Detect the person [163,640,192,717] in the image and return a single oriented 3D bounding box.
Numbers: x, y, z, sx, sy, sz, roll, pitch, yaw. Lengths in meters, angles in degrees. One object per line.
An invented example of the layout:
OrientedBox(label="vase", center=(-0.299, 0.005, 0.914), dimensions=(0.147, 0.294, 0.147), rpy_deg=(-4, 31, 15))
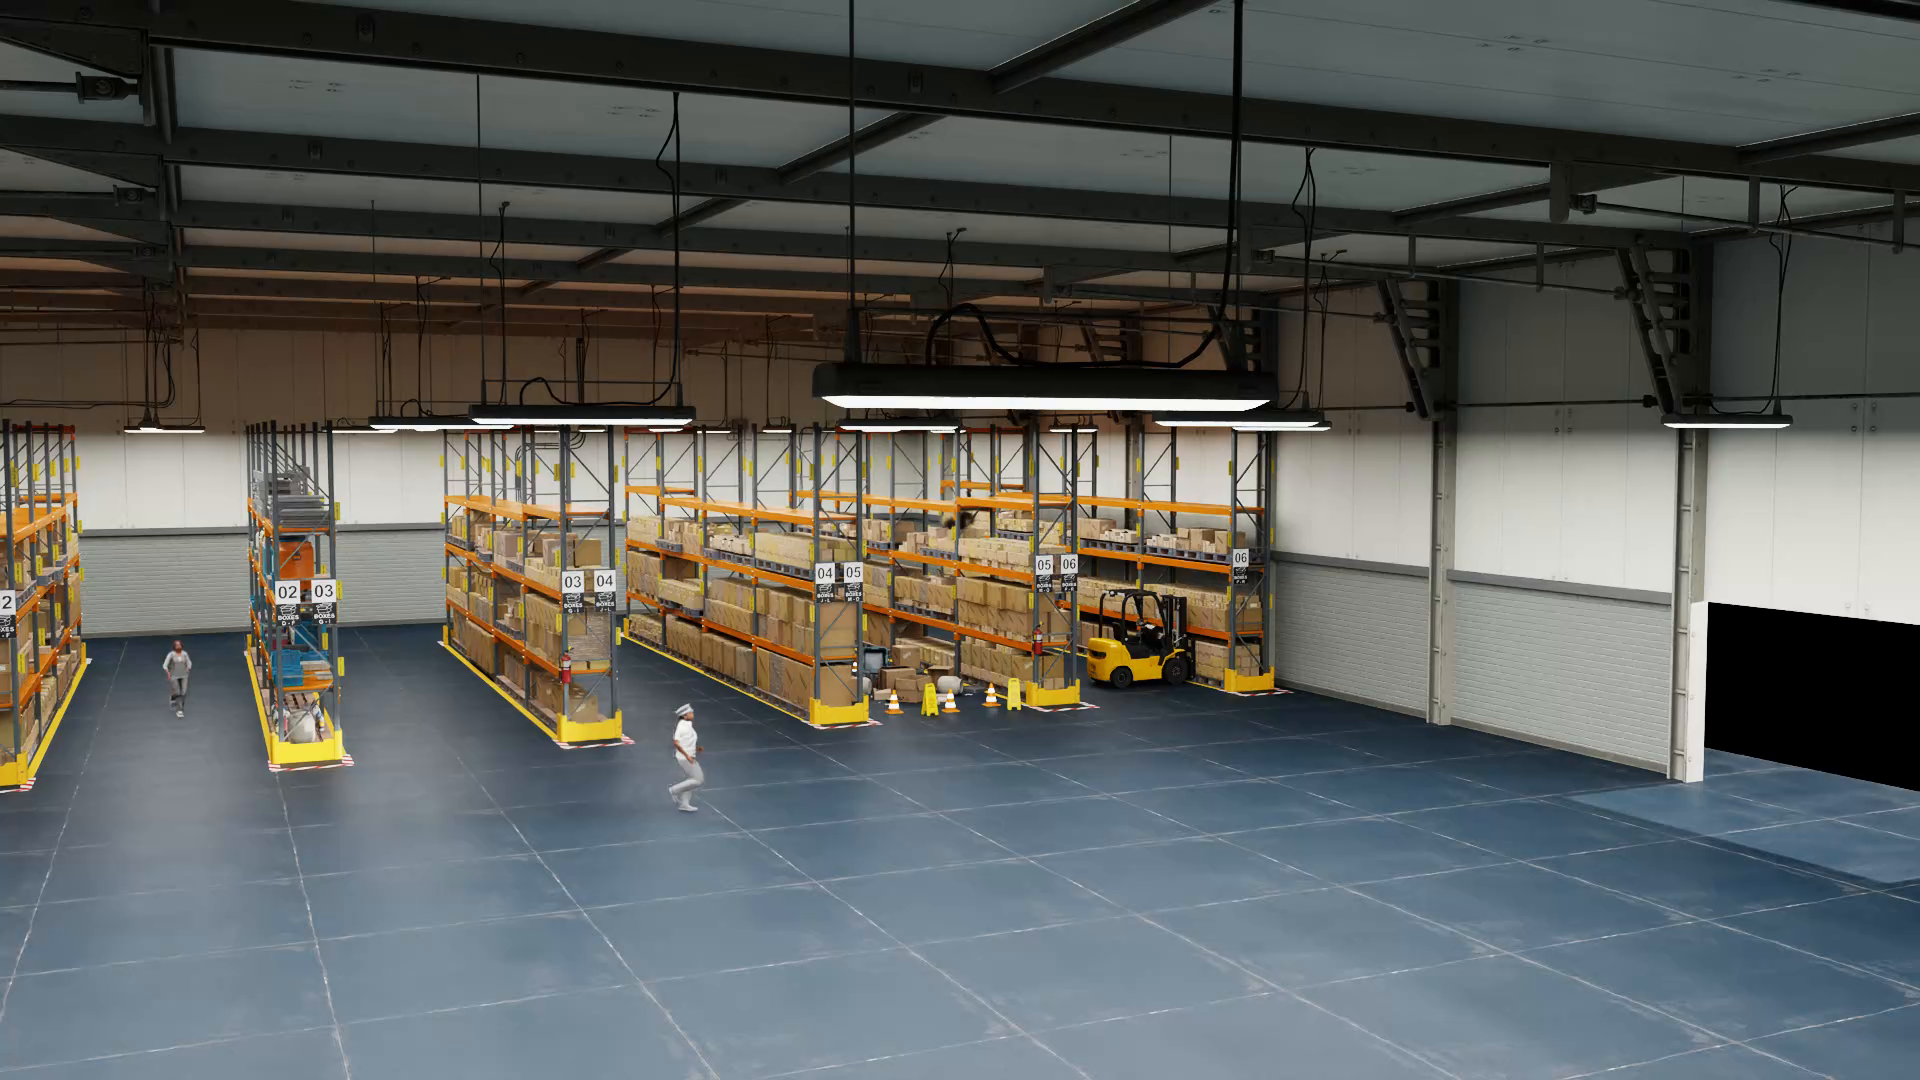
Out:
OrientedBox(label="person", center=(-16.001, 2.825, 34.048), dimensions=(0.538, 1.557, 0.521), rpy_deg=(-3, 5, -39))

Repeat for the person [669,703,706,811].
OrientedBox(label="person", center=(-4.152, 3.317, 25.362), dimensions=(0.545, 1.652, 0.575), rpy_deg=(-1, 4, -8))

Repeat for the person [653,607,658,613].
OrientedBox(label="person", center=(-8.877, 1.855, 49.081), dimensions=(0.514, 1.596, 0.613), rpy_deg=(1, 4, 16))

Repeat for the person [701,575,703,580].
OrientedBox(label="person", center=(-7.477, 1.863, 48.138), dimensions=(0.667, 1.703, 0.656), rpy_deg=(-2, 4, -24))
